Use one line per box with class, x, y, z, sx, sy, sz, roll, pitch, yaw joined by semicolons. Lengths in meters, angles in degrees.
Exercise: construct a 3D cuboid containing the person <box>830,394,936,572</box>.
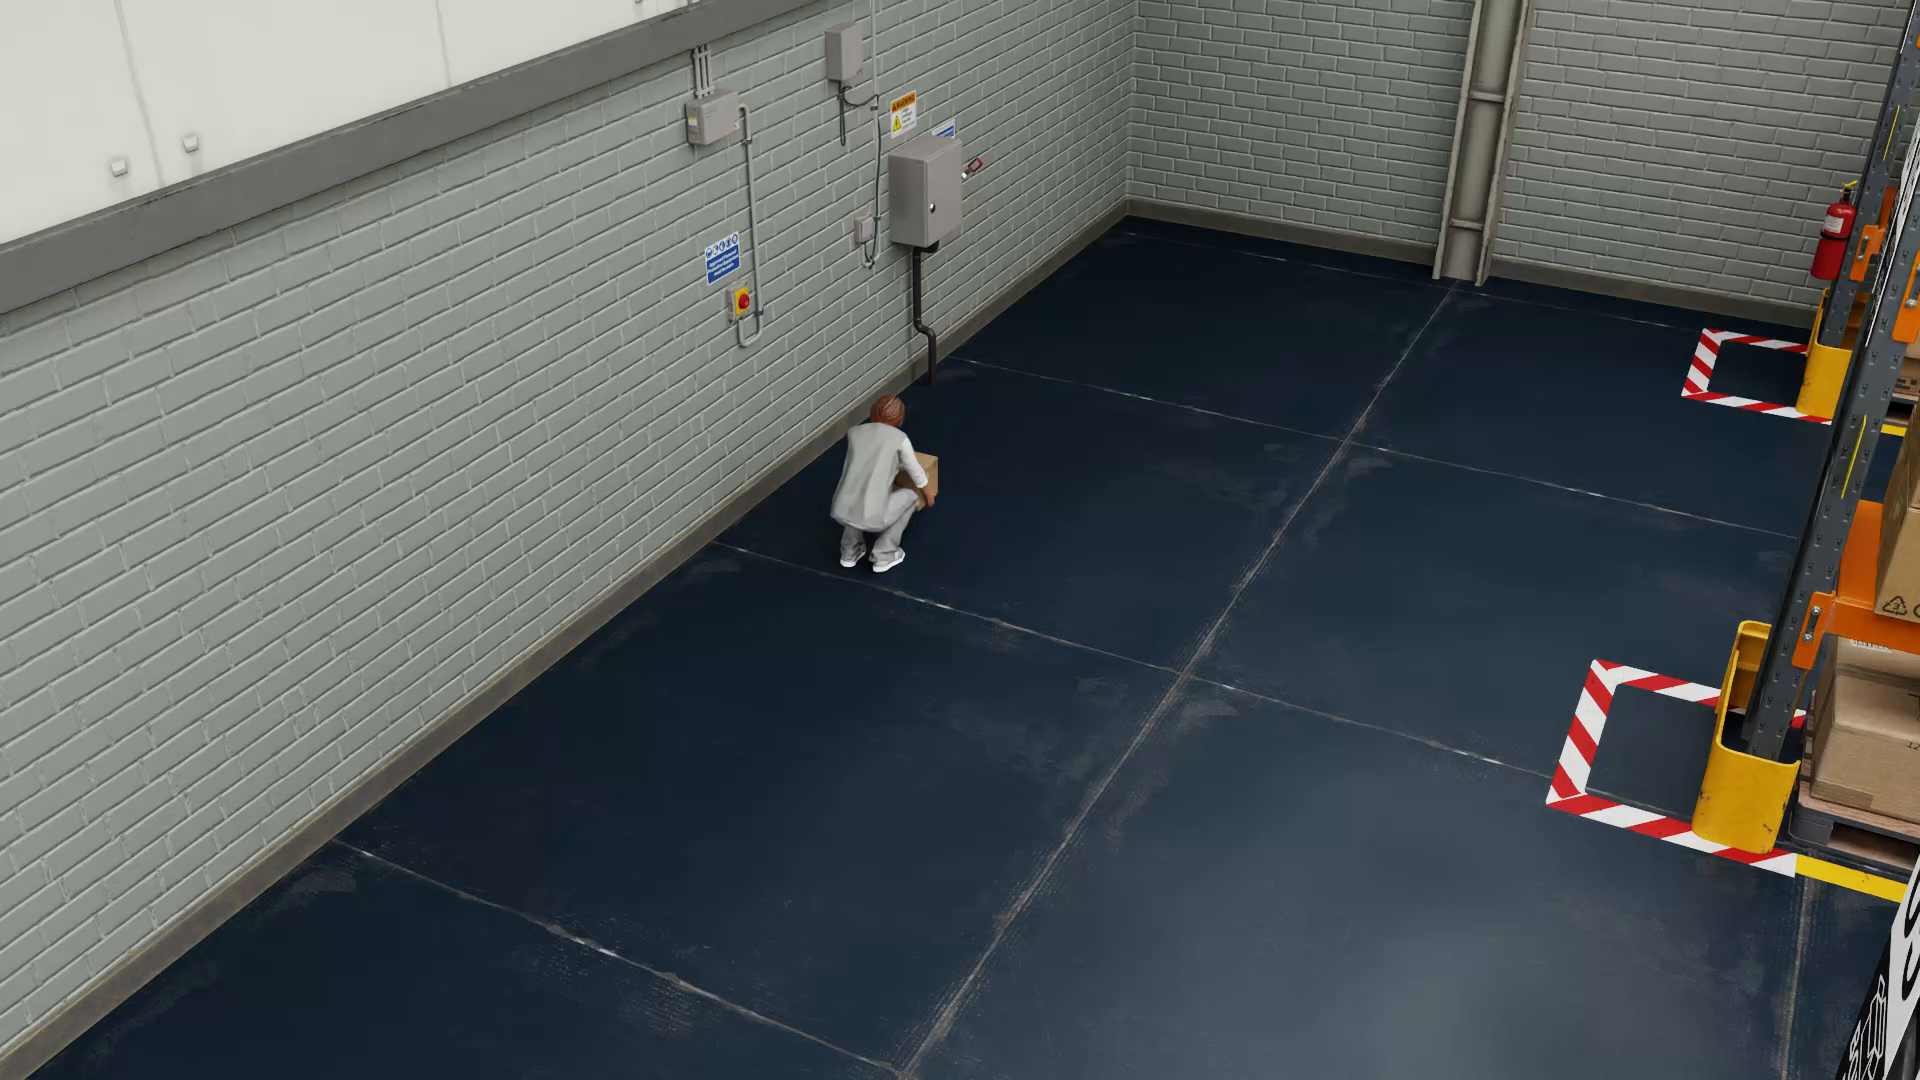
person;-0.463;-0.316;9.513;0.423;0.911;0.822;14;33;22
